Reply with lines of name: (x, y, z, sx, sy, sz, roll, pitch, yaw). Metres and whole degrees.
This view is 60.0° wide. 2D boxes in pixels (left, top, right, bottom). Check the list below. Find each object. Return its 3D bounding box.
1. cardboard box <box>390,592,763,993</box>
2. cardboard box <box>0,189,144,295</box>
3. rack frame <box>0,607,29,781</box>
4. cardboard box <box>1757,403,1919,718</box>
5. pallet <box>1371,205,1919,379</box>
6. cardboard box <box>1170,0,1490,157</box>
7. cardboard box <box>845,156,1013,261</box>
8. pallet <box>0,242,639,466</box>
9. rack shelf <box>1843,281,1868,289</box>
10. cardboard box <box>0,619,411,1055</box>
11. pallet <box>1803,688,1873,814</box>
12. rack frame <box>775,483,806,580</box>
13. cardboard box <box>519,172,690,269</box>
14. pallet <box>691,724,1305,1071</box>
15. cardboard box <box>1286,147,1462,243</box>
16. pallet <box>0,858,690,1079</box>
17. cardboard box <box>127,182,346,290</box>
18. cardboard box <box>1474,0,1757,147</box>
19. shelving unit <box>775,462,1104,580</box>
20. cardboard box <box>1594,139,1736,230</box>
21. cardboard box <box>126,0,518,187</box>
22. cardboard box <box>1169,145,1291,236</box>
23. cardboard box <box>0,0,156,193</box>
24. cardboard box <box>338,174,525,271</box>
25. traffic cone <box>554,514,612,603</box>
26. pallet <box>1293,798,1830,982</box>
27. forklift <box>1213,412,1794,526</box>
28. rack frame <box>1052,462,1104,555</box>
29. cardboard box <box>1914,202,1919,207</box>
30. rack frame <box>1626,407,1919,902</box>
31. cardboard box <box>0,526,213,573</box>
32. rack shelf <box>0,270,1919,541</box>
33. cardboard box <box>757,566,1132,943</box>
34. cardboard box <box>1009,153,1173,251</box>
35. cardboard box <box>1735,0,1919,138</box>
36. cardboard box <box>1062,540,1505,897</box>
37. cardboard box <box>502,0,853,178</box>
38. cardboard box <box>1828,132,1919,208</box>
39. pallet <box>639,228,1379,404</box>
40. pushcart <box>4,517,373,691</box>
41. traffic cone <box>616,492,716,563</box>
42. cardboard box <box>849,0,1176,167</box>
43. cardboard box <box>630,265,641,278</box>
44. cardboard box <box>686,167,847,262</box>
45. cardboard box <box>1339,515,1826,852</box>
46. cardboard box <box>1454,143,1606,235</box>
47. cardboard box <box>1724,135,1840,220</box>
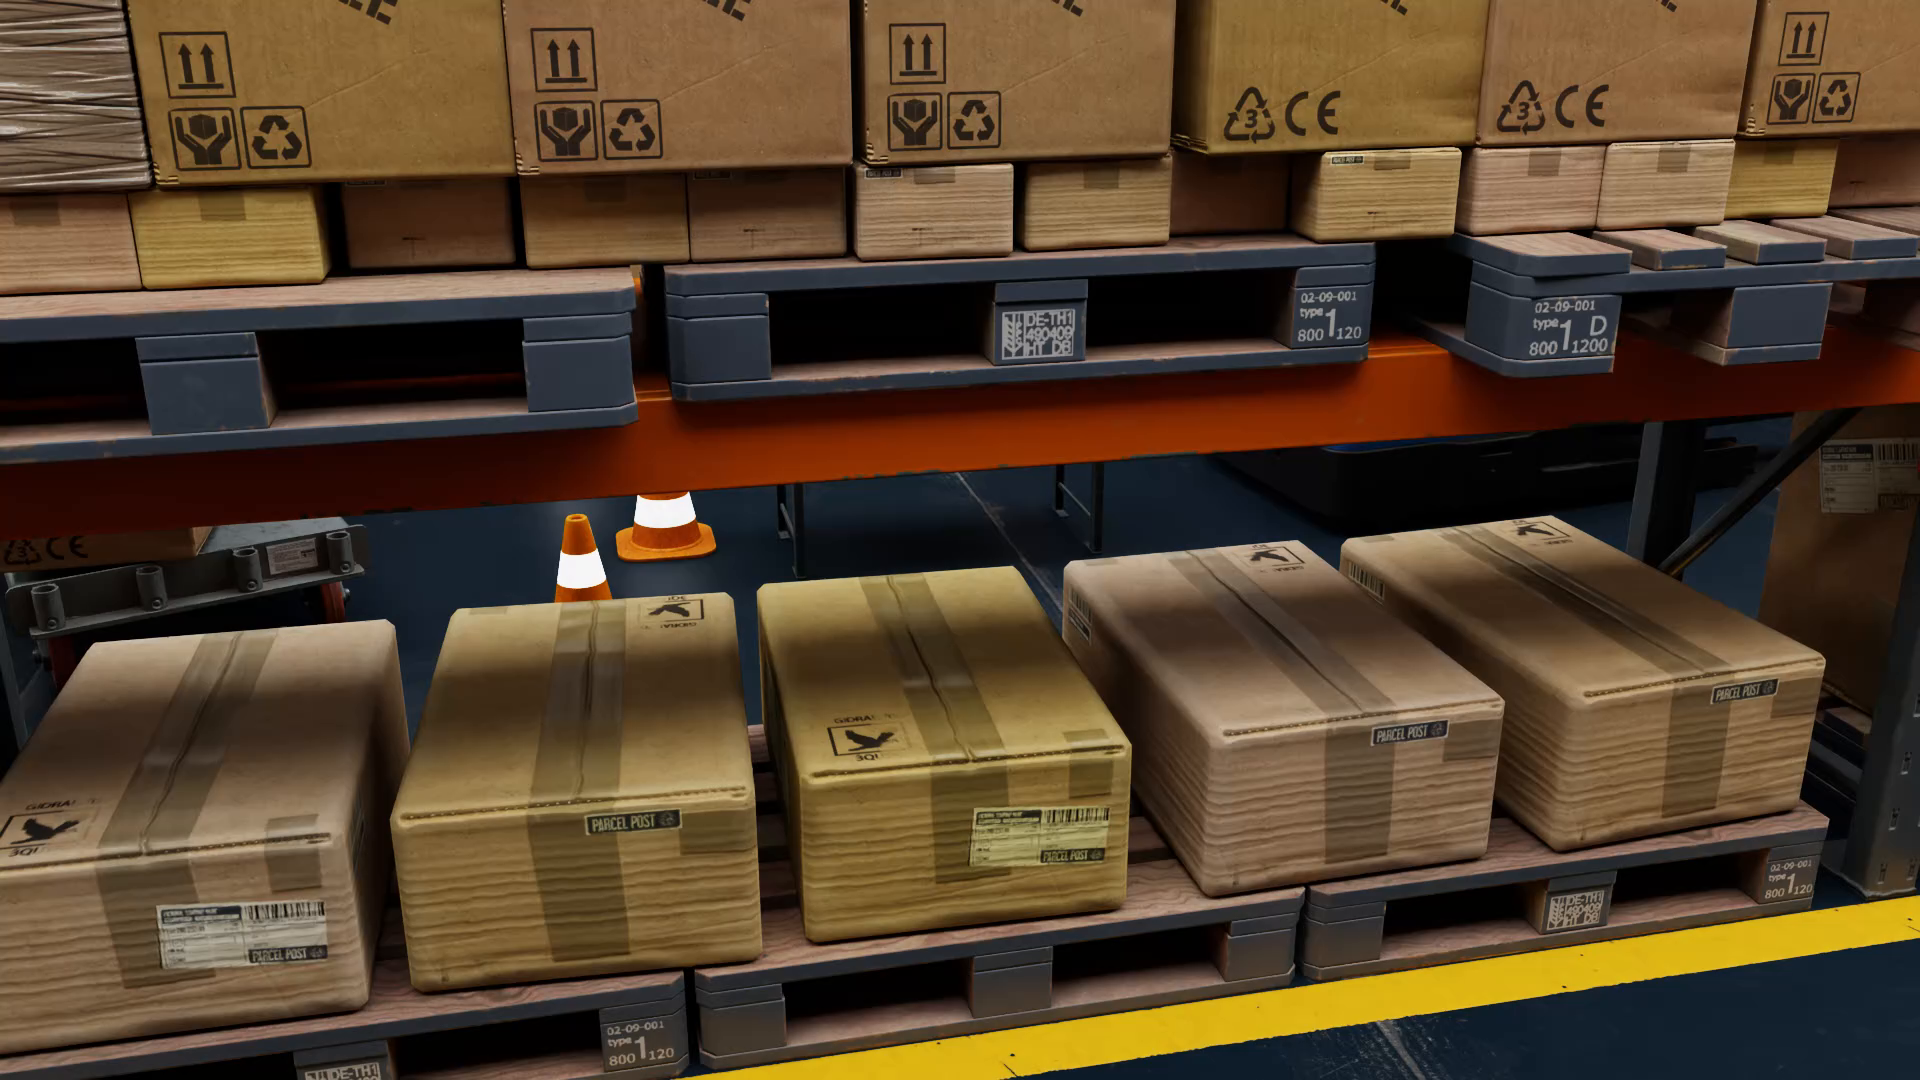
cardboard box: (-0.750, 0.466, 3.391, 0.625, 0.372, 0.950, -3, 20, -9)
cardboard box: (-1.348, -0.487, 2.539, 0.250, 0.149, 0.380, -4, 21, -12)
rack frame: (-1.959, -0.470, 2.737, 0.127, 3.000, 1.000, -5, 21, -12)
cardboard box: (2.625, -0.013, 3.968, 0.875, 0.875, 0.875, -5, 21, -13)
pallet: (1.265, -0.605, 3.383, 1.003, 0.211, 1.213, -5, 21, -12)
cardboard box: (0.564, -0.957, 2.877, 0.500, 0.500, 0.500, -6, 21, -16)
cardboard box: (-0.073, -0.581, 2.795, 0.250, 0.149, 0.380, -4, 20, -10)
pallet: (-1.181, -0.392, 2.802, 1.213, 0.211, 1.003, -5, 21, -12)
rack shelf: (3.880, -0.607, 4.157, 4.000, 0.370, 1.077, -5, 21, -12)
cardboard box: (-1.449, 0.524, 3.232, 0.625, 0.372, 0.950, -4, 21, -12)
pallet: (2.719, 0.485, 4.182, 1.213, 0.211, 1.003, -5, 21, -12)
rack frame: (-0.578, -0.657, 5.428, 0.032, 1.500, 0.500, -5, 21, -12)
cardboard box: (-0.585, -0.559, 2.733, 0.250, 0.149, 0.380, -4, 21, -12)
pallet: (-0.012, 0.679, 3.653, 1.213, 0.211, 1.003, -5, 21, -12)
cardboard box: (0.678, -0.637, 2.948, 0.250, 0.149, 0.380, -4, 21, -12)
pallet: (-1.201, 0.777, 3.386, 1.213, 0.211, 1.003, -5, 21, -12)
cardboard box: (-1.103, -0.504, 2.585, 0.250, 0.149, 0.380, -4, 21, -11)
cardboard box: (1.055, -0.997, 2.987, 0.500, 0.500, 0.500, -5, 21, -13)
shelving unit: (-0.083, -0.697, 5.538, 1.048, 1.500, 0.538, -5, 21, -12)
cardboard box: (1.190, -0.681, 3.067, 0.250, 0.149, 0.380, -5, 21, -13)
cardboard box: (-0.949, -0.835, 2.544, 0.500, 0.500, 0.500, -5, 21, -12)
cardboard box: (0.405, -0.659, 3.009, 0.250, 0.149, 0.380, -4, 21, -12)
cardboard box: (-1.437, -0.795, 2.436, 0.500, 0.500, 0.500, -4, 21, -11)
cardboard box: (-0.845, -0.552, 2.716, 0.250, 0.149, 0.380, -3, 20, -9)
traffic cone: (-1.074, 0.154, 4.721, 0.334, 0.463, 0.336, -5, 21, -12)
pallet: (1.173, 0.584, 3.913, 1.213, 0.211, 1.003, -5, 21, -12)
forklift: (2.519, -1.726, 6.266, 3.031, 2.935, 1.130, -7, 21, -20)
rack frame: (0.412, -0.738, 5.648, 0.032, 1.500, 0.500, -5, 21, -12)
cardboard box: (2.366, -0.843, 3.974, 0.500, 0.250, 0.500, -5, 21, -14)
rack frame: (1.934, -0.787, 3.601, 0.127, 3.000, 1.000, -5, 21, -12)
cardboard box: (-2.398, -0.245, 4.657, 0.500, 0.500, 0.500, -5, 21, -12)
rack shelf: (-0.012, -0.291, 3.293, 4.000, 0.370, 1.077, -5, 21, -12)
cardboard box: (-0.074, 0.411, 3.543, 0.625, 0.372, 0.950, -4, 20, -11)
cardboard box: (0.179, -0.612, 2.879, 0.250, 0.149, 0.380, -5, 21, -14)
cardboard box: (1.556, -1.041, 3.108, 0.500, 0.500, 0.500, -5, 21, -14)
cardboard box: (0.666, 0.352, 3.701, 0.625, 0.372, 0.950, -5, 21, -14)
cardboard box: (-0.465, -0.869, 2.639, 0.500, 0.500, 0.500, -5, 21, -13)
cardboard box: (1.669, -0.761, 3.286, 0.250, 0.149, 0.380, -4, 20, -10)
pallet: (0.017, -0.526, 3.169, 1.213, 0.211, 1.003, -5, 21, -12)
pushcart: (-2.532, 0.002, 5.261, 0.936, 0.377, 1.648, -13, 24, -31)
traffic cone: (-1.022, -0.203, 5.697, 0.334, 0.463, 0.336, -5, 21, -12)
cardboard box: (0.033, -0.914, 2.760, 0.500, 0.500, 0.500, -6, 21, -15)
cardboard box: (-1.673, -1.414, 7.974, 0.750, 0.750, 1.050, -5, 21, -12)
cardboard box: (-0.344, -0.577, 2.785, 0.250, 0.149, 0.380, -4, 21, -12)
cardboard box: (1.382, 0.291, 3.868, 0.625, 0.372, 0.950, -6, 21, -16)
cardboard box: (0.943, -0.664, 3.020, 0.250, 0.149, 0.380, -6, 21, -15)
cardboard box: (1.425, -0.716, 3.162, 0.250, 0.149, 0.380, -4, 21, -12)
